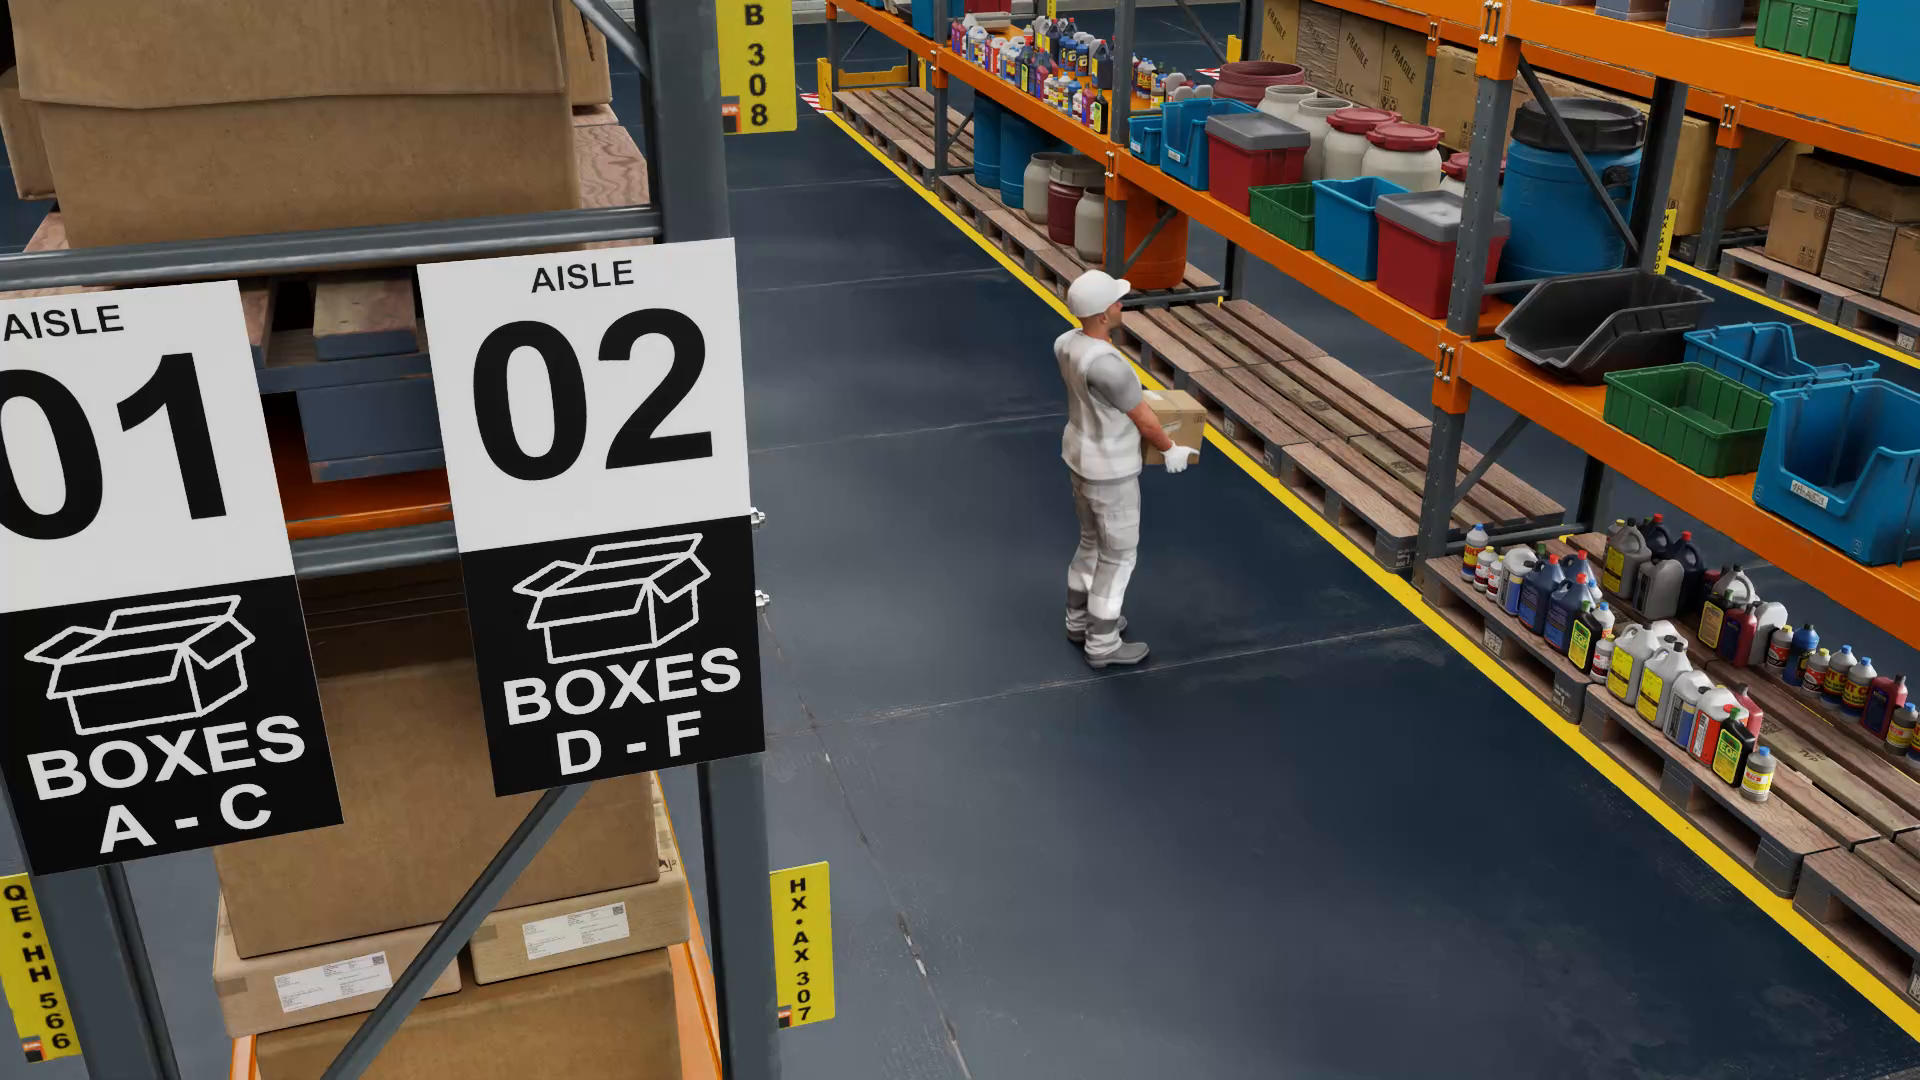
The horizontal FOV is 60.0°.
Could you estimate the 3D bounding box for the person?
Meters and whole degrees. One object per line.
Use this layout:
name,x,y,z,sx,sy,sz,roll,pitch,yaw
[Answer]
person,0.664,-0.316,7.238,0.458,1.782,0.493,-8,27,-15
